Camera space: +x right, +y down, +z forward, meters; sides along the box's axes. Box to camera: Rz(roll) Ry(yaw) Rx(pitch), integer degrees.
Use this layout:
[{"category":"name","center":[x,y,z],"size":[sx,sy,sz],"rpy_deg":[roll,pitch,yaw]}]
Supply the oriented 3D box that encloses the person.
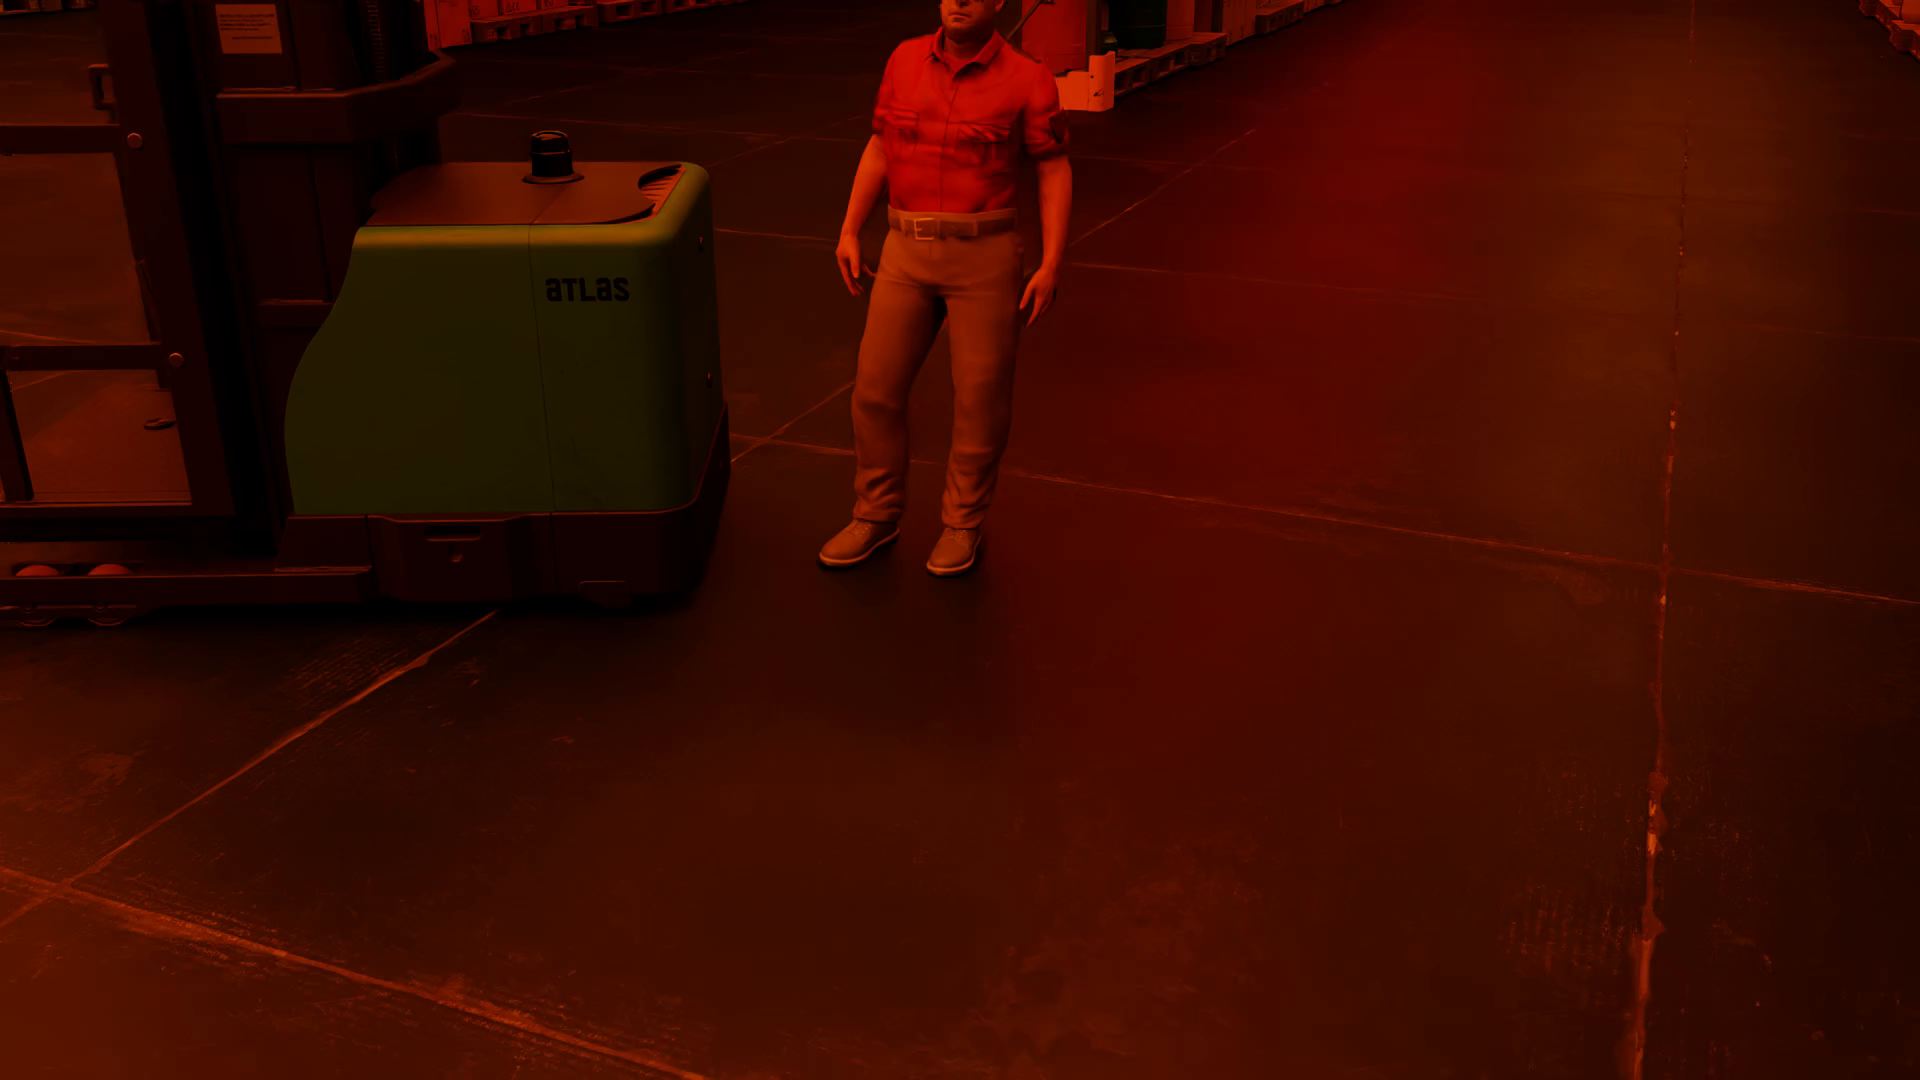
[{"category":"person","center":[-0.051,-0.756,4.677],"size":[0.659,1.717,0.494],"rpy_deg":[8,24,19]}]

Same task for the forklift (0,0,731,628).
[{"category":"forklift","center":[-2.248,-1.322,4.456],"size":[3.031,2.935,1.130],"rpy_deg":[-1,23,-2]}]
